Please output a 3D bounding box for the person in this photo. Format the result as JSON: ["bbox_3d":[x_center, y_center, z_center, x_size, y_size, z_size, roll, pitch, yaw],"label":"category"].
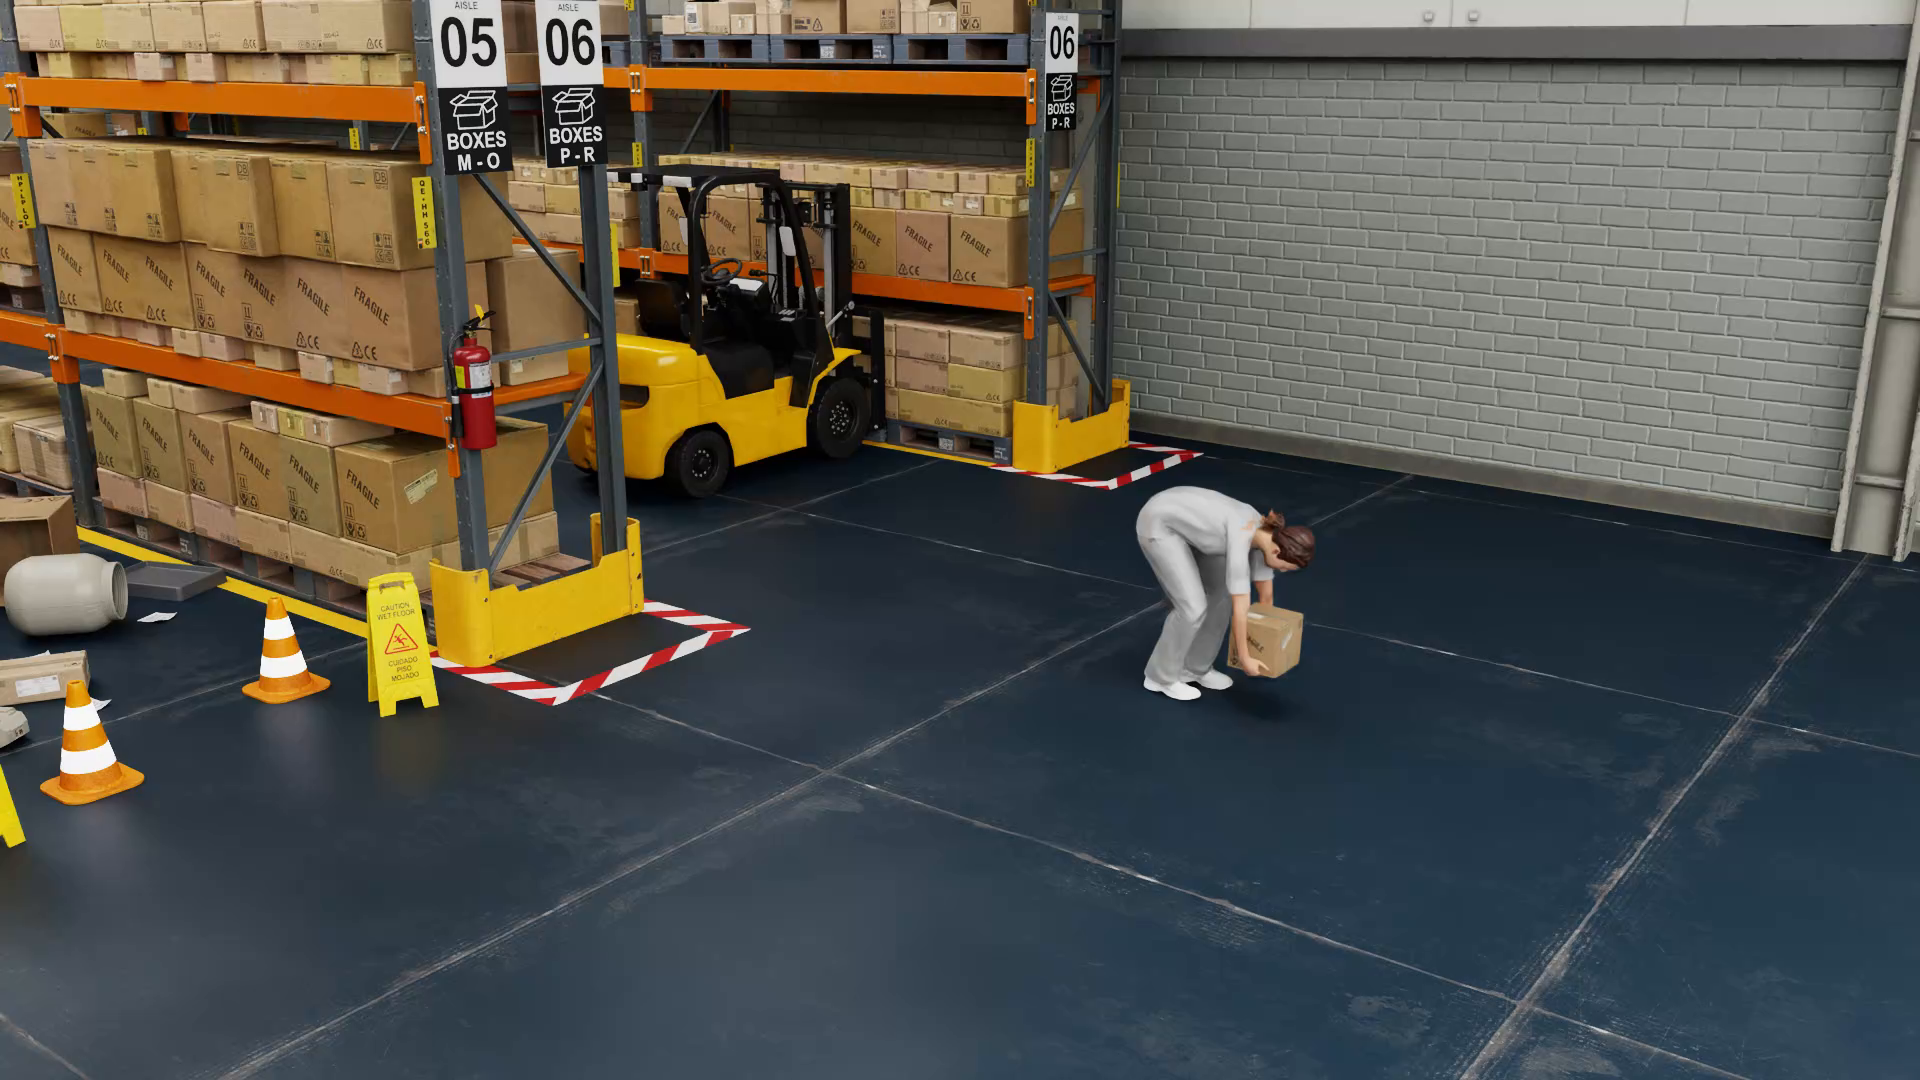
[{"bbox_3d":[1.236,0.269,7.822,0.866,0.998,0.435,11,20,33],"label":"person"}]
